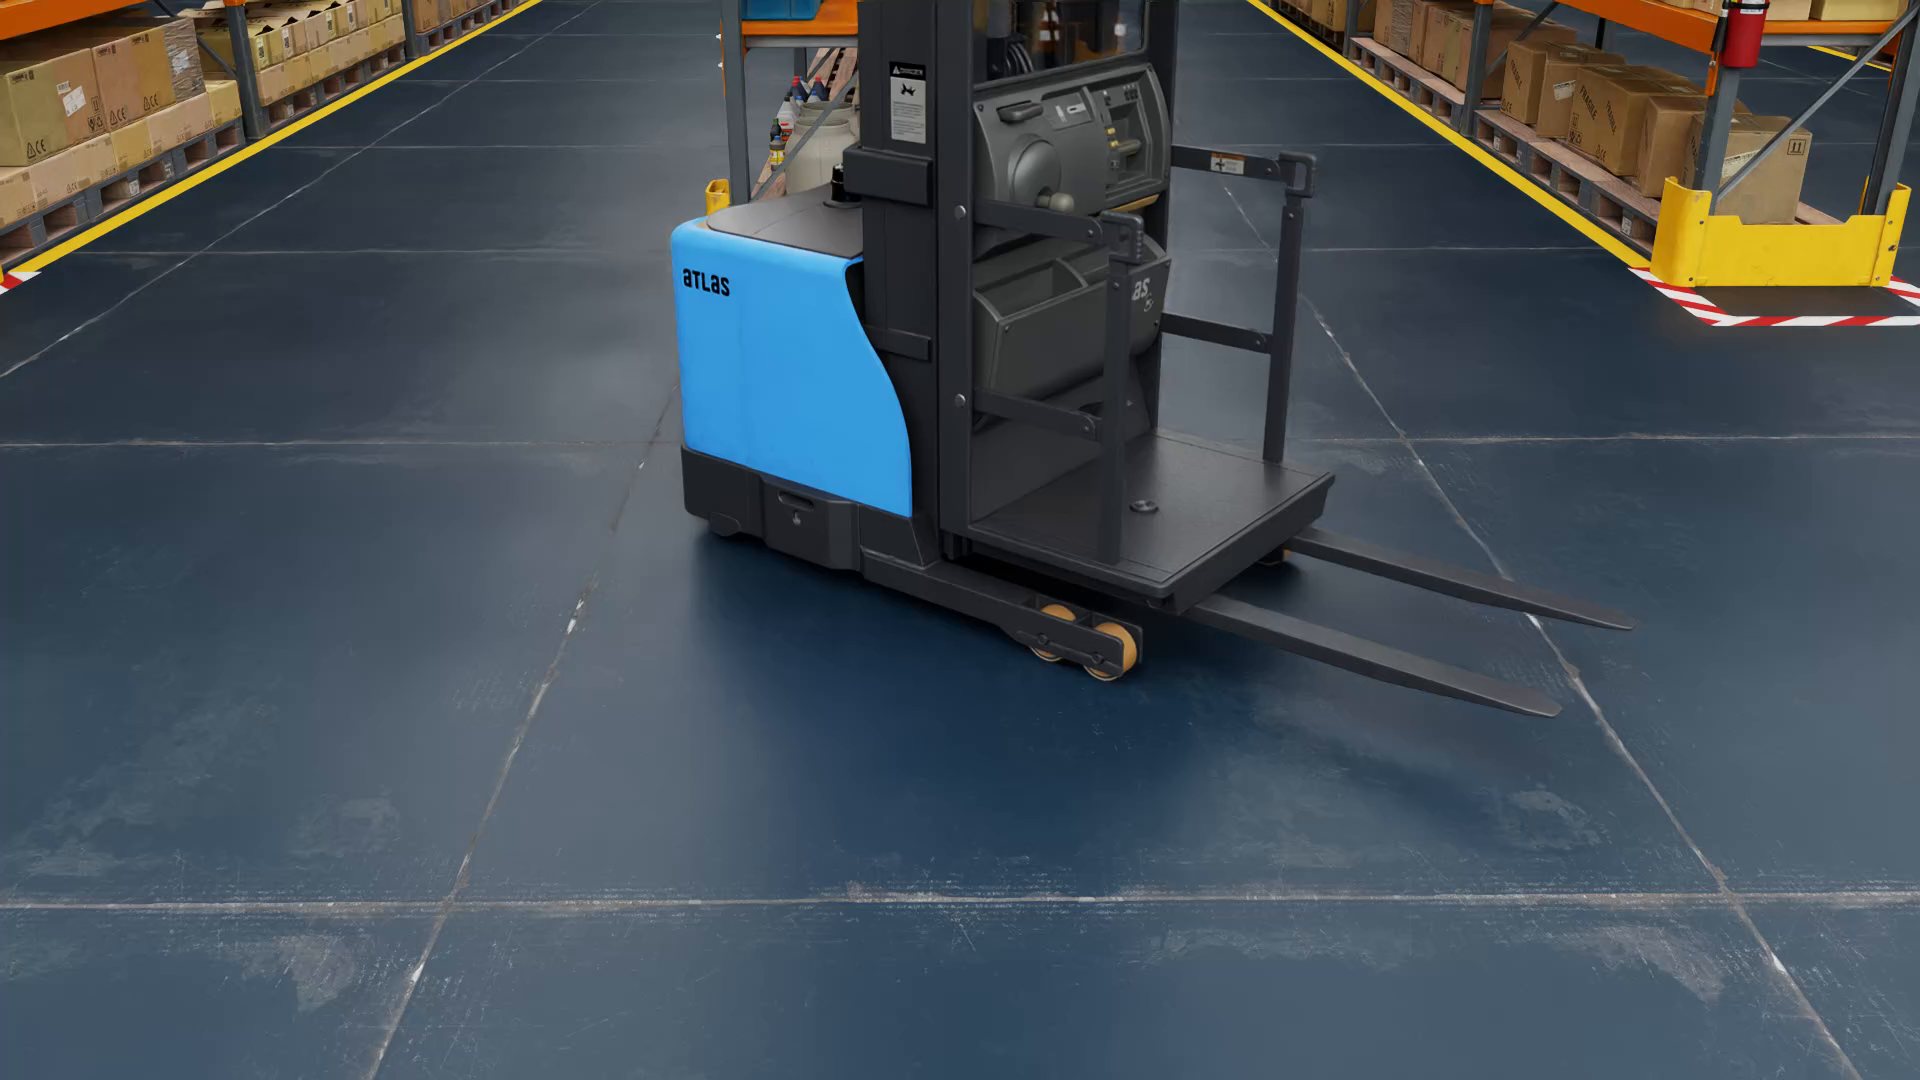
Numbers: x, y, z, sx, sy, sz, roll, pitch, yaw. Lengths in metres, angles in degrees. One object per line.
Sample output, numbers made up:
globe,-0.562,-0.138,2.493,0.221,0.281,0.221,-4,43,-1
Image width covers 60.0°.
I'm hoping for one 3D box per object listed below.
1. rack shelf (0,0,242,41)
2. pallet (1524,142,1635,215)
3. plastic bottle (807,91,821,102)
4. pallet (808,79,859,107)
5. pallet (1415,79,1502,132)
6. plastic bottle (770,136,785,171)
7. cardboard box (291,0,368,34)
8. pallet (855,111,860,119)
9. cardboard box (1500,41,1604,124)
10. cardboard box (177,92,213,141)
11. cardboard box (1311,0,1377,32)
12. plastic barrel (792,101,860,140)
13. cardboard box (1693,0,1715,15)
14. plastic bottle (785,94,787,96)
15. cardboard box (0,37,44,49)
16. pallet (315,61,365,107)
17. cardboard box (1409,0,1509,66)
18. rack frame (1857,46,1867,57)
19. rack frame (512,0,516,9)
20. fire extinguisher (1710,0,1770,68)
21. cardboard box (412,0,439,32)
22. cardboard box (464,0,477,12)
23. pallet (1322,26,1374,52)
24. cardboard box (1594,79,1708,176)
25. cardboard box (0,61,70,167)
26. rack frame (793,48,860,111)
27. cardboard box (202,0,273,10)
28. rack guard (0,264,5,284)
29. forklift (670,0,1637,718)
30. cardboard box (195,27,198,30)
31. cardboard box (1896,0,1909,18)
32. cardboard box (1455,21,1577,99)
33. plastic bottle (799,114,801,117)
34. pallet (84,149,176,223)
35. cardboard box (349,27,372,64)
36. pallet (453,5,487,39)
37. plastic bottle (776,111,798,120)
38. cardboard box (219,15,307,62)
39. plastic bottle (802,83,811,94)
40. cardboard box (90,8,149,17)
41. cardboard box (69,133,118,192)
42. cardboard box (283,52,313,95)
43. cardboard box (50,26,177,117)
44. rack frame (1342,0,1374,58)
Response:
rack shelf,-5.639,-3.182,10.017,1.077,0.370,4.000,0,24,-1
pallet,4.304,-2.325,10.635,1.003,0.211,1.213,0,24,-1
plastic bottle,-0.991,-2.918,11.338,0.097,0.271,0.097,0,24,0
pallet,-0.755,-3.407,13.027,1.003,0.211,1.213,0,24,-1
pallet,4.235,-3.427,13.070,1.003,0.211,1.213,0,24,-1
plastic bottle,-1.122,-2.386,10.248,0.097,0.201,0.097,0,24,0
cardboard box,-5.438,-4.539,14.292,0.500,0.311,0.500,0,24,-1
pallet,-0.742,-2.807,11.700,1.003,0.211,1.213,0,24,-1
cardboard box,4.209,-3.264,11.850,0.500,0.500,0.500,-1,24,-2
cardboard box,-5.442,-2.876,11.295,0.500,0.250,0.500,0,24,-1
cardboard box,4.215,-5.532,16.411,1.225,0.875,0.875,-1,24,-3
plastic barrel,-0.753,-2.241,9.575,0.421,0.512,0.421,0,24,0
cardboard box,4.077,-2.833,8.679,0.380,0.149,0.250,0,24,-1
plastic bottle,-1.152,-2.836,11.144,0.061,0.283,0.133,1,24,2
cardboard box,-5.950,-2.803,10.225,0.500,0.500,0.500,0,24,-1
pallet,-5.724,-3.870,14.051,1.003,0.211,1.213,0,24,-1
cardboard box,4.261,-4.348,14.223,0.700,0.500,0.500,2,24,4
rack frame,9.162,-6.005,15.388,1.000,3.000,0.127,0,24,-1
rack frame,-5.748,-7.630,18.980,1.000,3.000,0.127,0,24,-1
fire extinguisher,3.829,-2.644,8.049,0.296,0.674,0.183,0,24,-1
cardboard box,-5.424,-5.232,16.178,0.500,0.500,0.500,1,24,2
cardboard box,-5.446,-5.869,17.587,0.500,0.500,0.500,-1,24,-2
pallet,4.268,-5.079,16.724,1.003,0.211,1.213,0,24,-1
cardboard box,4.270,-2.542,10.255,0.500,0.500,0.500,2,24,4
cardboard box,-5.408,-2.393,9.319,0.500,0.500,0.500,0,24,-1
rack frame,-0.708,-4.354,11.737,1.000,3.000,0.127,0,24,-1
cardboard box,-5.969,-4.320,13.809,0.500,0.311,0.500,-1,24,-1
rack guard,-5.617,-1.536,8.540,1.175,0.500,0.348,0,24,-1
forklift,0.513,-1.173,4.786,3.031,2.935,1.130,18,30,34
cardboard box,-5.952,-3.693,12.422,0.500,0.311,0.500,0,24,-1
cardboard box,9.079,-4.920,15.209,1.050,0.750,0.750,-1,24,-1
cardboard box,4.260,-3.691,12.771,0.700,0.500,0.500,-2,24,-5
plastic bottle,-0.991,-2.528,10.462,0.061,0.283,0.133,0,24,-1
pallet,-5.678,-2.231,10.427,1.003,0.211,1.213,0,24,-1
cardboard box,-5.443,-4.285,14.411,0.500,0.250,0.500,0,24,1
pallet,-5.685,-5.520,17.700,1.003,0.211,1.213,0,24,-1
plastic bottle,-1.099,-2.581,10.589,0.152,0.276,0.135,-1,24,-2
cardboard box,-5.416,-3.905,12.891,0.500,0.311,0.500,-1,24,-1
plastic bottle,-1.112,-3.047,11.619,0.152,0.276,0.135,1,24,1
cardboard box,-5.969,-3.421,11.591,0.500,0.500,0.500,0,24,-1
cardboard box,-5.415,-2.258,9.929,0.500,0.250,0.500,0,24,-1
cardboard box,-5.422,-3.650,13.007,0.500,0.250,0.500,0,24,1
cardboard box,-5.434,-3.011,10.685,0.500,0.500,0.500,0,24,-1
rack frame,4.201,-6.025,15.431,1.000,3.000,0.127,0,24,-1
